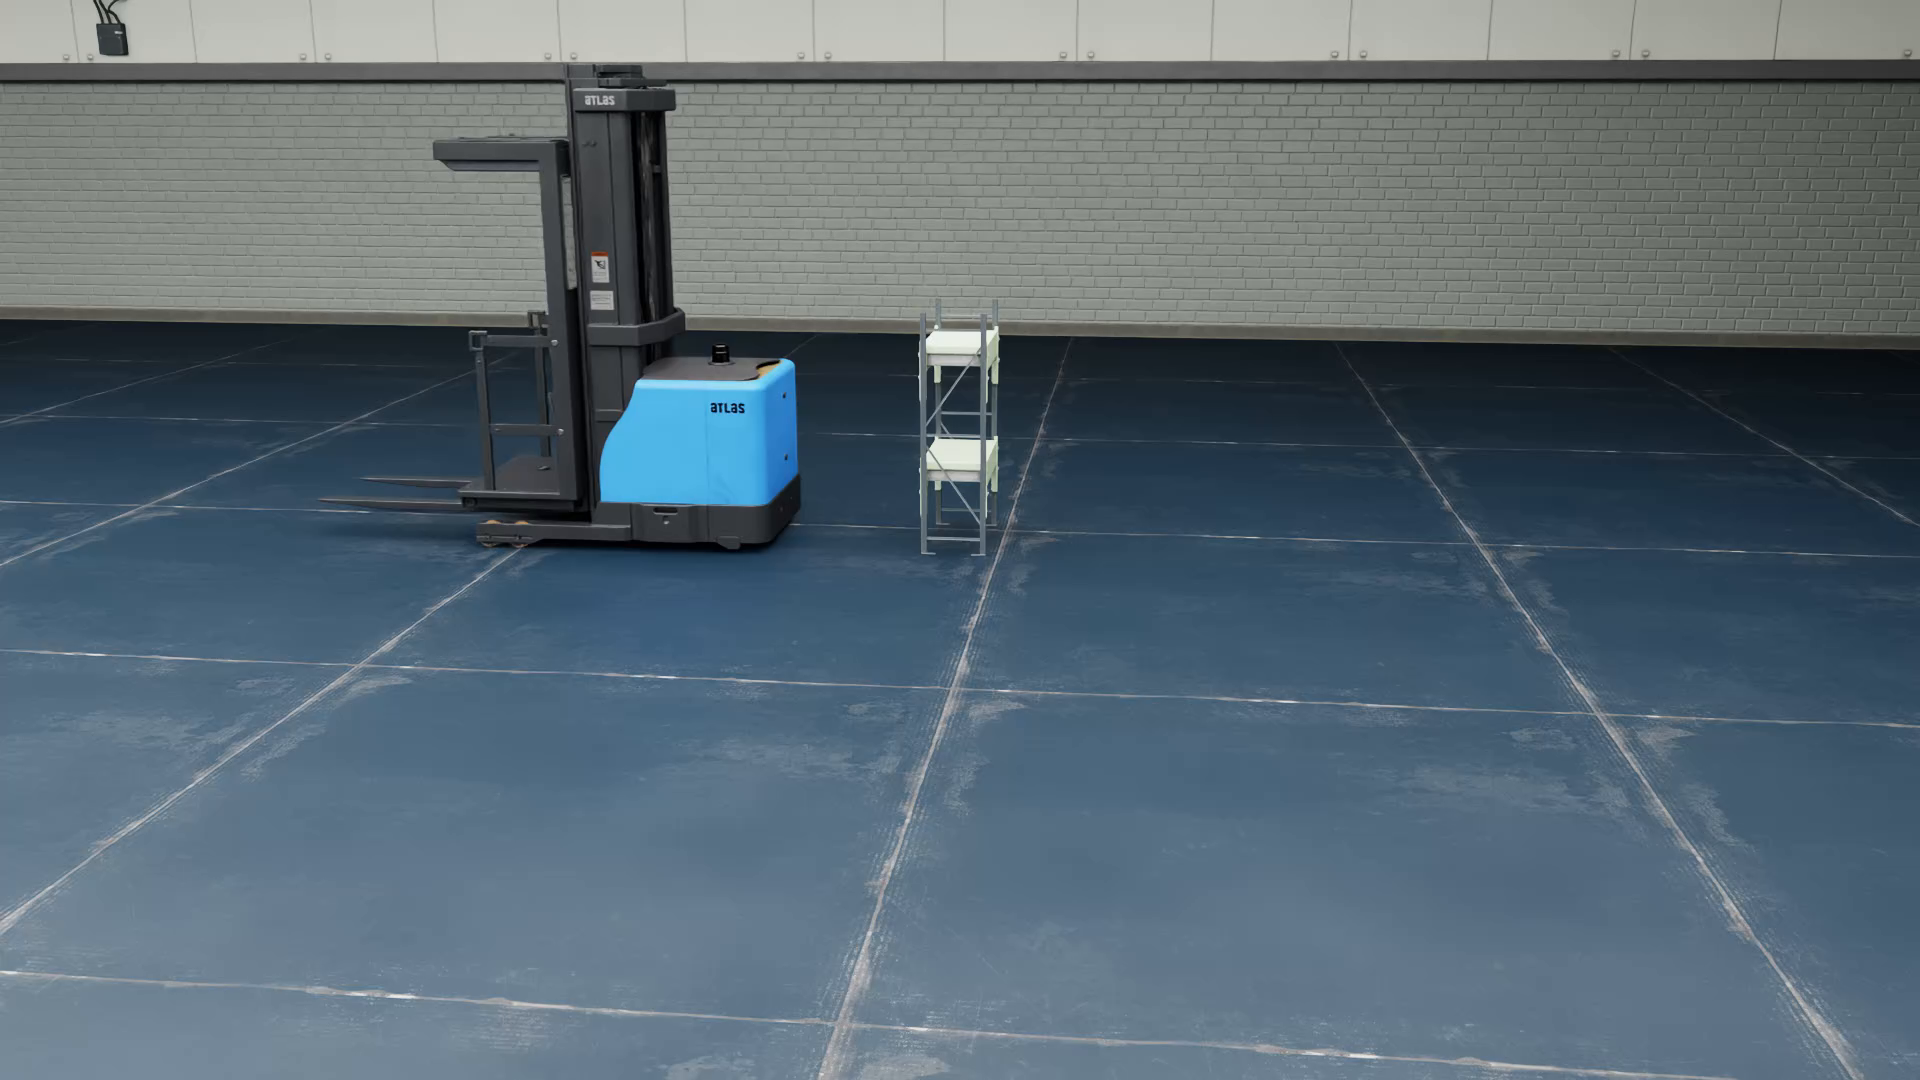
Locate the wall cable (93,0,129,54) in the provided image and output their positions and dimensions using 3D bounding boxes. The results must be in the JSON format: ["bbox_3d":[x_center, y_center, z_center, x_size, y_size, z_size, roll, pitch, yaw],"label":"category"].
[{"bbox_3d":[-9.123,-8.673,18.980,2.305,6.003,0.169,2,15,6],"label":"wall cable"}]

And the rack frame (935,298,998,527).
[{"bbox_3d":[0.042,-0.821,10.824,0.400,1.500,0.023,2,15,6],"label":"rack frame"}]

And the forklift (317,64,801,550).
[{"bbox_3d":[-2.627,-1.501,10.597,3.031,2.935,1.130,2,15,6],"label":"forklift"}]

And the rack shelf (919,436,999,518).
[{"bbox_3d":[0.001,-0.411,10.558,0.431,0.370,0.720,2,15,6],"label":"rack shelf"}]

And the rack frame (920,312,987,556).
[{"bbox_3d":[-0.041,-0.631,10.122,0.400,1.500,0.023,2,15,6],"label":"rack frame"}]

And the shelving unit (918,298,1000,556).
[{"bbox_3d":[0.001,-0.726,10.473,0.431,1.500,0.755,2,15,6],"label":"shelving unit"}]

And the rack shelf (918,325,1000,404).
[{"bbox_3d":[0.001,-1.102,10.371,0.431,0.370,0.720,2,15,6],"label":"rack shelf"}]
